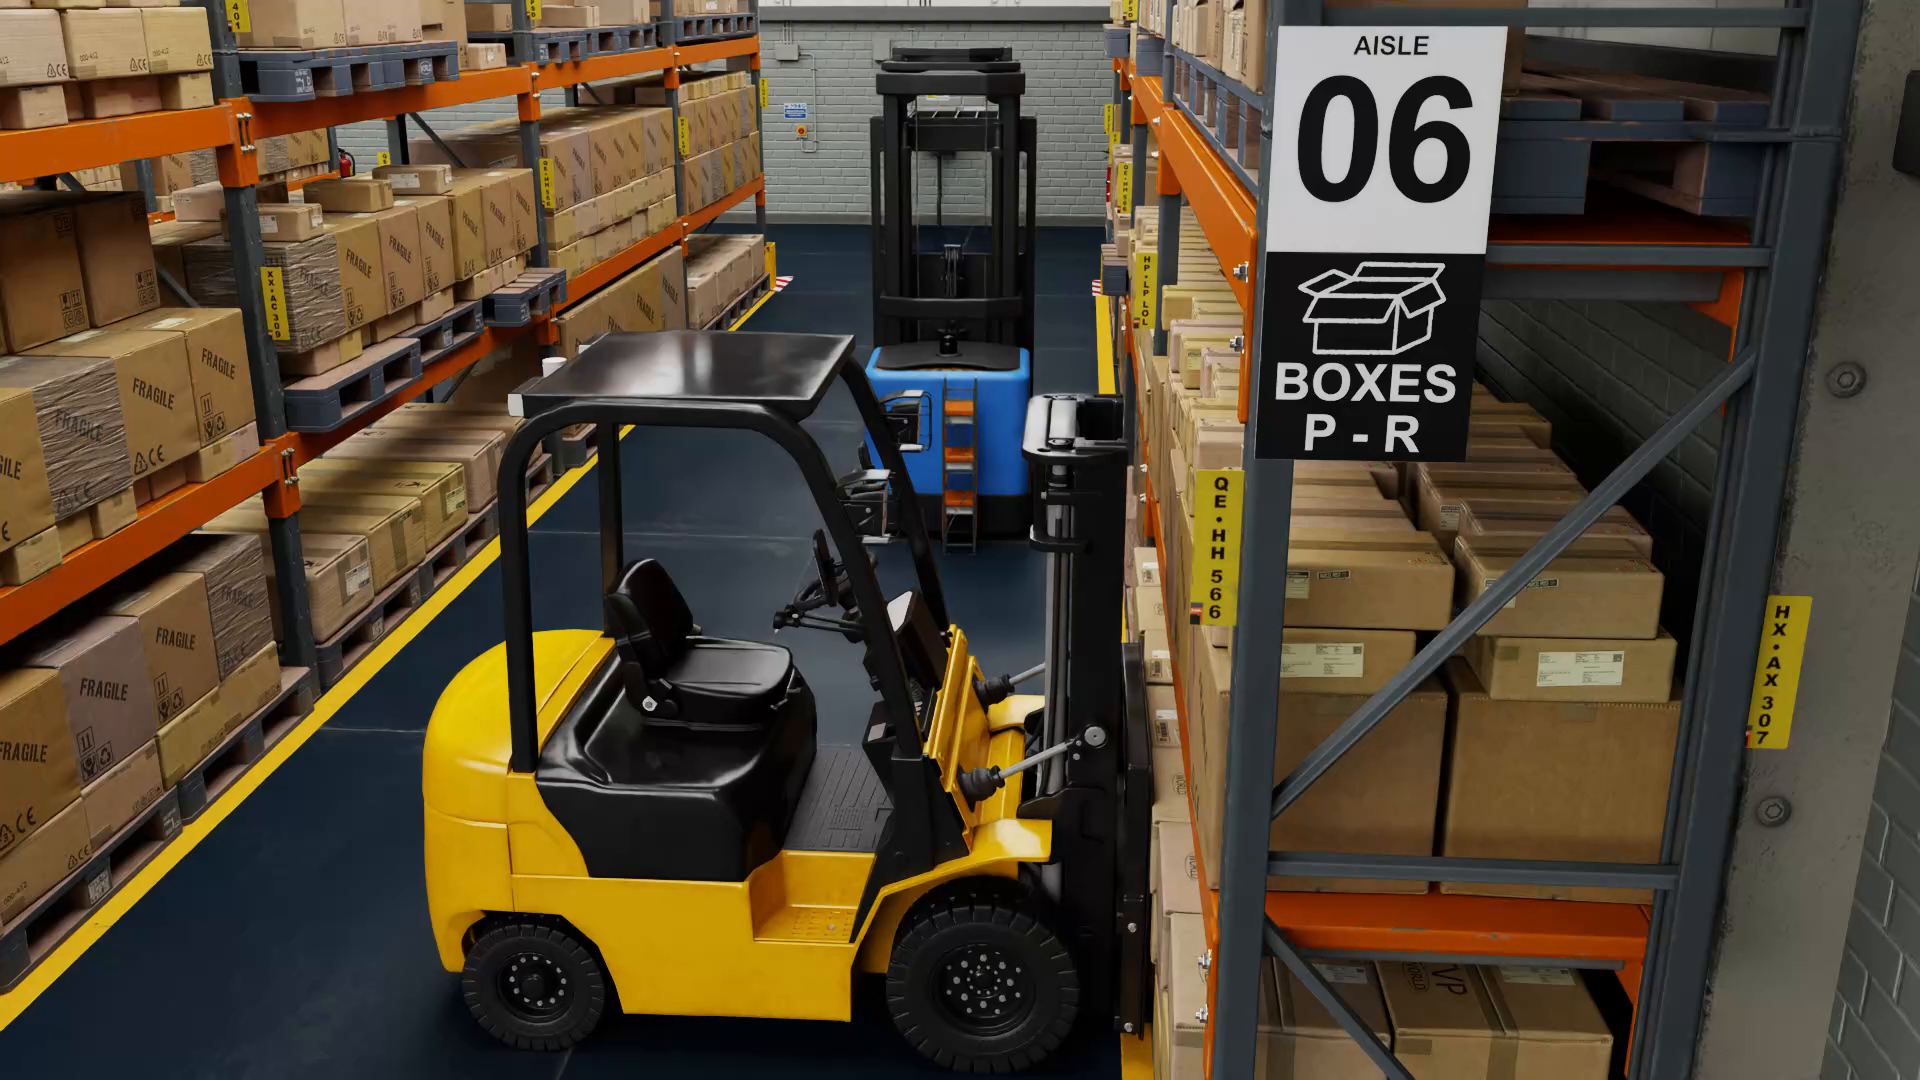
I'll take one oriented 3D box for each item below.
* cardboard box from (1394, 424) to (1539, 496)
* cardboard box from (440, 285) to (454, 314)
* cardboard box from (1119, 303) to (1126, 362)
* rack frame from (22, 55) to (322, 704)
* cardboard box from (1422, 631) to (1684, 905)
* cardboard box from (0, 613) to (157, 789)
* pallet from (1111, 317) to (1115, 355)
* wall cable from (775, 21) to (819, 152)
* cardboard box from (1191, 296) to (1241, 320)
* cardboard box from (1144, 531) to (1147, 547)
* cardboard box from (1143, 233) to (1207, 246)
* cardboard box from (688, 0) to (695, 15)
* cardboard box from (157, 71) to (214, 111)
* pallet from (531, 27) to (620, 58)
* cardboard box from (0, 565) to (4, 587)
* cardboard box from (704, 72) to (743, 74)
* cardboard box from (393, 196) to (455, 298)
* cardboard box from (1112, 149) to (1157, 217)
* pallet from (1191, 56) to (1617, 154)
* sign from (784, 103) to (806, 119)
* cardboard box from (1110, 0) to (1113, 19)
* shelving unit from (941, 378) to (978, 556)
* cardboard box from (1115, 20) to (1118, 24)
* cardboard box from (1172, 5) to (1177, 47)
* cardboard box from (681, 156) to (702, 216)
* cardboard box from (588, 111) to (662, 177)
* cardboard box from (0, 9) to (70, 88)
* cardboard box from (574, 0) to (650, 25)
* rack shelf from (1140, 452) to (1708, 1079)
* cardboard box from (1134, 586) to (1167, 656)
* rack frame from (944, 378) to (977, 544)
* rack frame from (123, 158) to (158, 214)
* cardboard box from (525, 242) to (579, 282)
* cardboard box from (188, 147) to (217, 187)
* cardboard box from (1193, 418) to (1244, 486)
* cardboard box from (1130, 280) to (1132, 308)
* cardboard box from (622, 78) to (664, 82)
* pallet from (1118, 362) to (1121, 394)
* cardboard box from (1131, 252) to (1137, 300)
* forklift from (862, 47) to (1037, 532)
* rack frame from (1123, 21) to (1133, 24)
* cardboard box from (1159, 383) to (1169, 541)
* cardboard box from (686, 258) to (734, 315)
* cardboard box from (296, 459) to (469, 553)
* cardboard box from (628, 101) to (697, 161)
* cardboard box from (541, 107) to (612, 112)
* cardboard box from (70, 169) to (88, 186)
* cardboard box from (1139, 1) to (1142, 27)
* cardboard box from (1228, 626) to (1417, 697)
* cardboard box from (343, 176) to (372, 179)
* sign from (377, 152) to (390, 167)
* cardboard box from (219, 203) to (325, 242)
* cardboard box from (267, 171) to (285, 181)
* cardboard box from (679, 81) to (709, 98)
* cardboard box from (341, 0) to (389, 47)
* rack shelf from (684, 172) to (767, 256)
[{"bbox_3d":[1.375,-0.221,4.601,0.380,0.149,0.250,2,18,6],"label":"cardboard box"},{"bbox_3d":[-3.144,-1.387,9.569,0.380,0.149,0.250,1,18,2],"label":"cardboard box"},{"bbox_3d":[1.627,-1.731,14.228,0.500,0.500,0.500,1,18,3],"label":"cardboard box"},{"bbox_3d":[-3.610,-0.655,7.604,1.000,3.000,0.127,1,18,4],"label":"rack frame"},{"bbox_3d":[1.367,0.502,3.913,0.500,0.500,0.500,2,18,6],"label":"cardboard box"},{"bbox_3d":[-3.455,0.602,6.305,0.500,0.500,0.500,2,18,7],"label":"cardboard box"},{"bbox_3d":[1.965,-1.918,15.938,1.003,0.211,1.213,1,18,4],"label":"pallet"},{"bbox_3d":[-2.369,-6.631,24.161,0.585,1.953,0.123,1,18,4],"label":"wall cable"},{"bbox_3d":[1.111,-0.866,6.570,0.380,0.149,0.250,2,18,5],"label":"cardboard box"},{"bbox_3d":[1.431,-0.019,8.804,0.875,0.625,0.625,1,18,3],"label":"cardboard box"},{"bbox_3d":[1.229,-1.650,9.438,0.380,0.149,0.250,2,18,5],"label":"cardboard box"},{"bbox_3d":[-2.972,-5.281,15.903,0.797,0.503,0.637,3,18,8],"label":"cardboard box"},{"bbox_3d":[-3.328,-1.856,6.856,0.380,0.149,0.250,1,18,4],"label":"cardboard box"},{"bbox_3d":[-3.253,-3.781,12.632,1.003,0.211,1.213,2,18,6],"label":"pallet"},{"bbox_3d":[-3.505,0.123,5.633,0.380,0.149,0.250,1,18,2],"label":"cardboard box"},{"bbox_3d":[-2.570,-5.017,18.110,0.380,0.149,0.250,2,18,5],"label":"cardboard box"},{"bbox_3d":[-3.180,-1.651,9.332,0.500,0.500,0.500,1,18,2],"label":"cardboard box"},{"bbox_3d":[1.620,-2.971,13.837,0.700,0.500,0.500,1,18,5],"label":"cardboard box"},{"bbox_3d":[1.216,-1.285,4.853,1.003,0.211,1.213,1,18,4],"label":"pallet"},{"bbox_3d":[-2.412,-6.282,24.344,0.327,0.218,0.001,1,18,4],"label":"sign"},{"bbox_3d":[1.443,-4.419,13.844,0.380,0.149,0.250,1,18,5],"label":"cardboard box"},{"bbox_3d":[-0.001,-0.440,10.080,0.215,1.050,0.252,1,18,2],"label":"shelving unit"},{"bbox_3d":[1.832,-5.319,16.784,0.500,0.250,0.500,1,18,2],"label":"cardboard box"},{"bbox_3d":[1.006,-1.966,6.356,0.380,0.149,0.250,2,18,5],"label":"cardboard box"},{"bbox_3d":[-2.742,-3.327,15.598,0.500,0.500,0.500,2,18,6],"label":"cardboard box"},{"bbox_3d":[-2.848,-3.357,14.084,0.500,0.500,0.500,2,18,5],"label":"cardboard box"},{"bbox_3d":[-3.459,-1.692,5.716,0.500,0.250,0.500,1,18,3],"label":"cardboard box"},{"bbox_3d":[-2.890,-4.444,13.819,0.500,0.311,0.500,1,18,4],"label":"cardboard box"},{"bbox_3d":[1.198,0.418,5.486,1.077,0.370,4.000,1,18,4],"label":"rack shelf"},{"bbox_3d":[0.947,0.389,6.556,0.500,0.250,0.500,1,18,4],"label":"cardboard box"},{"bbox_3d":[0.003,-0.478,10.196,0.200,1.050,0.008,1,18,2],"label":"rack frame"},{"bbox_3d":[-7.981,-3.219,15.428,1.000,3.000,0.127,1,18,4],"label":"rack frame"},{"bbox_3d":[-3.037,-1.972,11.866,0.500,0.250,0.500,1,18,3],"label":"cardboard box"},{"bbox_3d":[-7.666,-3.710,16.288,0.500,0.500,0.500,1,18,4],"label":"cardboard box"},{"bbox_3d":[0.848,-0.234,4.640,0.380,0.149,0.250,2,18,5],"label":"cardboard box"},{"bbox_3d":[1.352,-1.584,10.680,0.500,0.250,0.500,1,18,4],"label":"cardboard box"},{"bbox_3d":[-3.174,-4.545,16.670,0.380,0.149,0.250,1,18,4],"label":"cardboard box"},{"bbox_3d":[1.894,-1.451,14.513,1.003,0.211,1.213,1,18,4],"label":"pallet"},{"bbox_3d":[1.260,-1.504,9.633,0.500,0.250,0.500,1,18,3],"label":"cardboard box"},{"bbox_3d":[-0.034,-1.848,11.355,1.130,2.935,3.031,1,18,2],"label":"forklift"},{"bbox_3d":[1.915,-5.881,13.918,1.000,3.000,0.127,1,18,4],"label":"rack frame"},{"bbox_3d":[1.028,-0.299,6.356,0.500,0.500,0.500,2,18,5],"label":"cardboard box"},{"bbox_3d":[-2.821,-2.592,16.957,0.875,0.438,0.875,1,18,2],"label":"cardboard box"},{"bbox_3d":[-3.479,-0.208,9.786,0.950,0.372,0.625,2,18,6],"label":"cardboard box"},{"bbox_3d":[-2.761,-3.805,15.451,0.500,0.500,0.500,1,18,4],"label":"cardboard box"},{"bbox_3d":[-3.355,-3.532,14.618,0.500,0.500,0.500,1,18,5],"label":"cardboard box"},{"bbox_3d":[-7.851,-3.153,14.481,0.380,0.149,0.250,2,18,6],"label":"cardboard box"},{"bbox_3d":[1.300,-3.247,10.240,0.380,0.166,0.250,1,18,4],"label":"cardboard box"},{"bbox_3d":[0.800,0.227,3.709,0.380,0.149,0.250,2,18,5],"label":"cardboard box"},{"bbox_3d":[-3.617,-1.989,10.363,0.500,0.500,0.500,2,18,7],"label":"cardboard box"},{"bbox_3d":[-3.877,-2.459,11.250,0.100,0.325,0.005,1,18,4],"label":"sign"},{"bbox_3d":[-3.223,-1.490,7.798,0.380,0.149,0.250,1,18,4],"label":"cardboard box"},{"bbox_3d":[-7.537,-3.918,17.968,0.380,0.149,0.250,0,18,1],"label":"cardboard box"},{"bbox_3d":[-2.649,-4.381,16.167,0.380,0.149,0.250,1,18,2],"label":"cardboard box"},{"bbox_3d":[-3.133,-2.539,8.103,0.500,0.250,0.500,1,18,3],"label":"cardboard box"},{"bbox_3d":[-2.893,-3.419,17.195,1.077,0.370,4.000,1,18,4],"label":"rack shelf"}]
